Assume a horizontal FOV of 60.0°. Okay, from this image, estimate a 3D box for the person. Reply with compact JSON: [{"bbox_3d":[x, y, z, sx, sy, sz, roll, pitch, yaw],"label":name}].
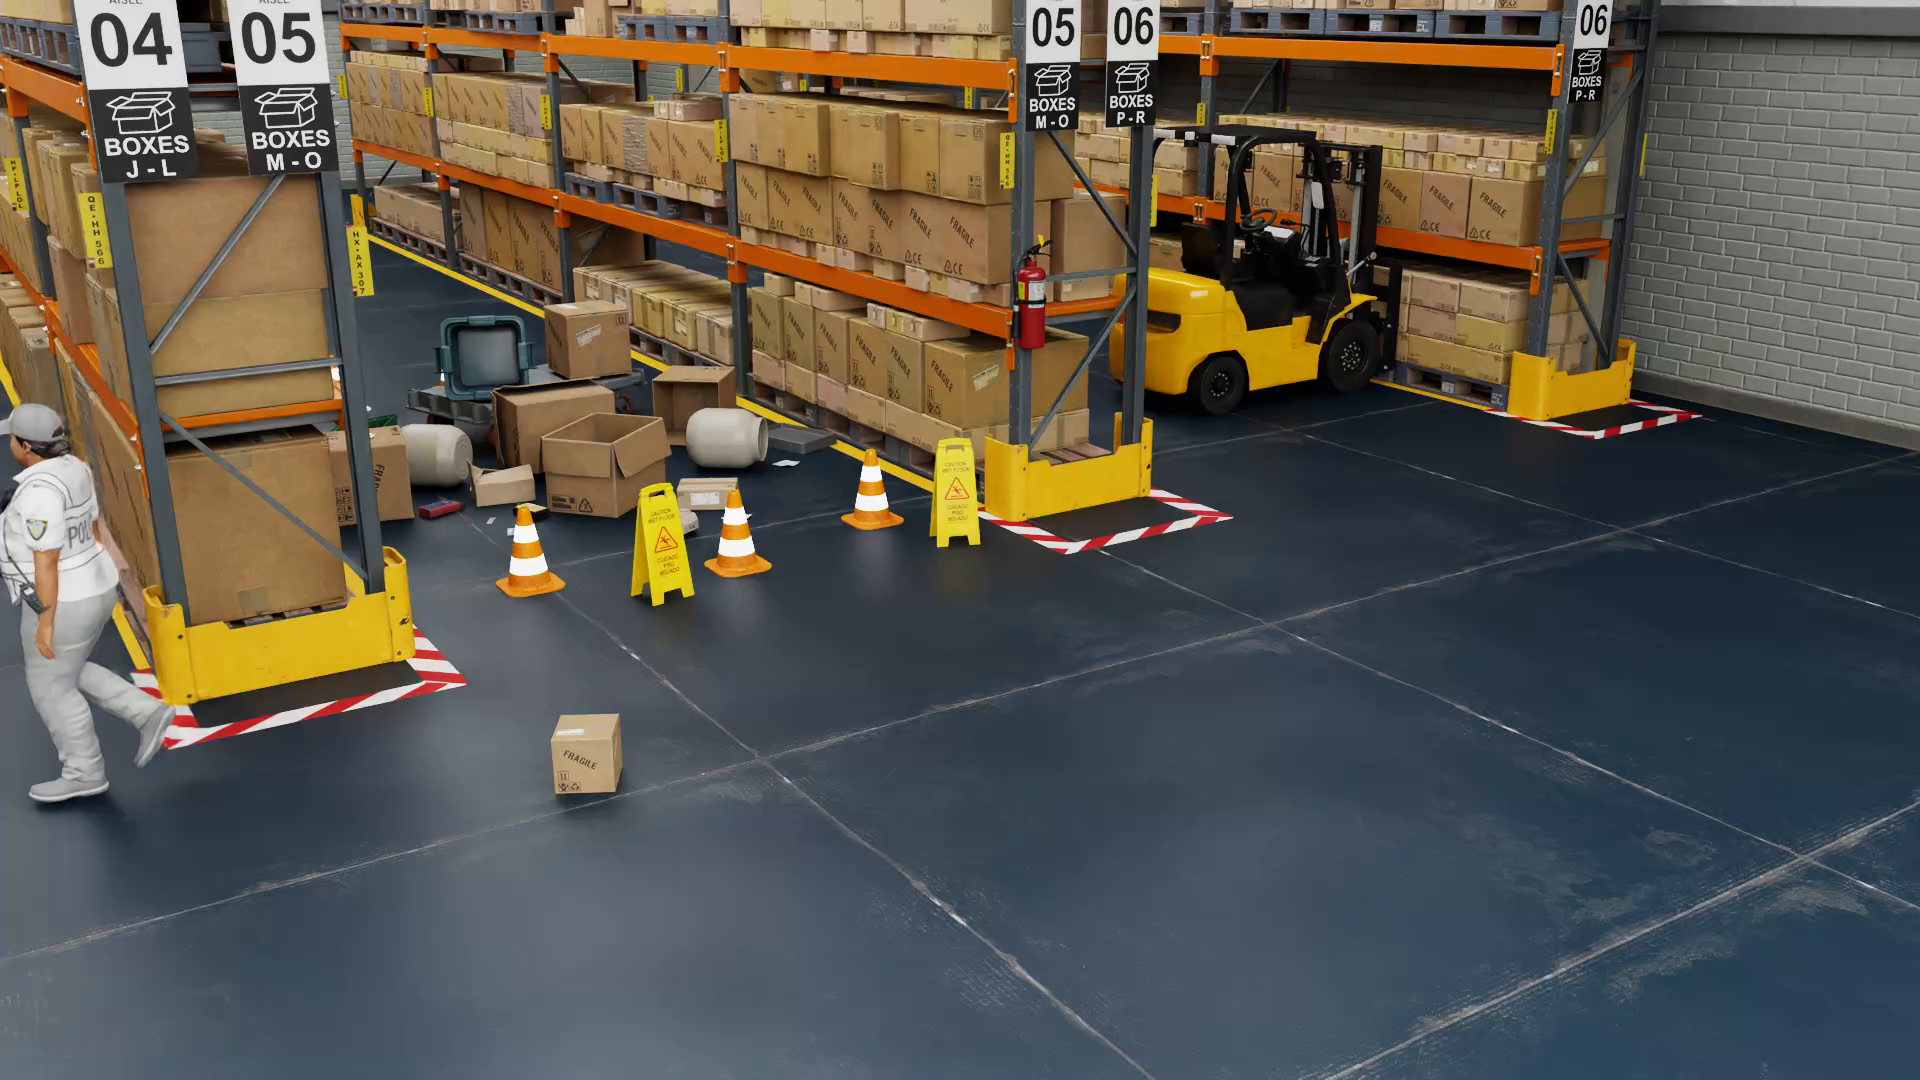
[{"bbox_3d":[-3.587,0.246,6.748,0.558,1.649,0.492,-3,18,-9],"label":"person"}]
